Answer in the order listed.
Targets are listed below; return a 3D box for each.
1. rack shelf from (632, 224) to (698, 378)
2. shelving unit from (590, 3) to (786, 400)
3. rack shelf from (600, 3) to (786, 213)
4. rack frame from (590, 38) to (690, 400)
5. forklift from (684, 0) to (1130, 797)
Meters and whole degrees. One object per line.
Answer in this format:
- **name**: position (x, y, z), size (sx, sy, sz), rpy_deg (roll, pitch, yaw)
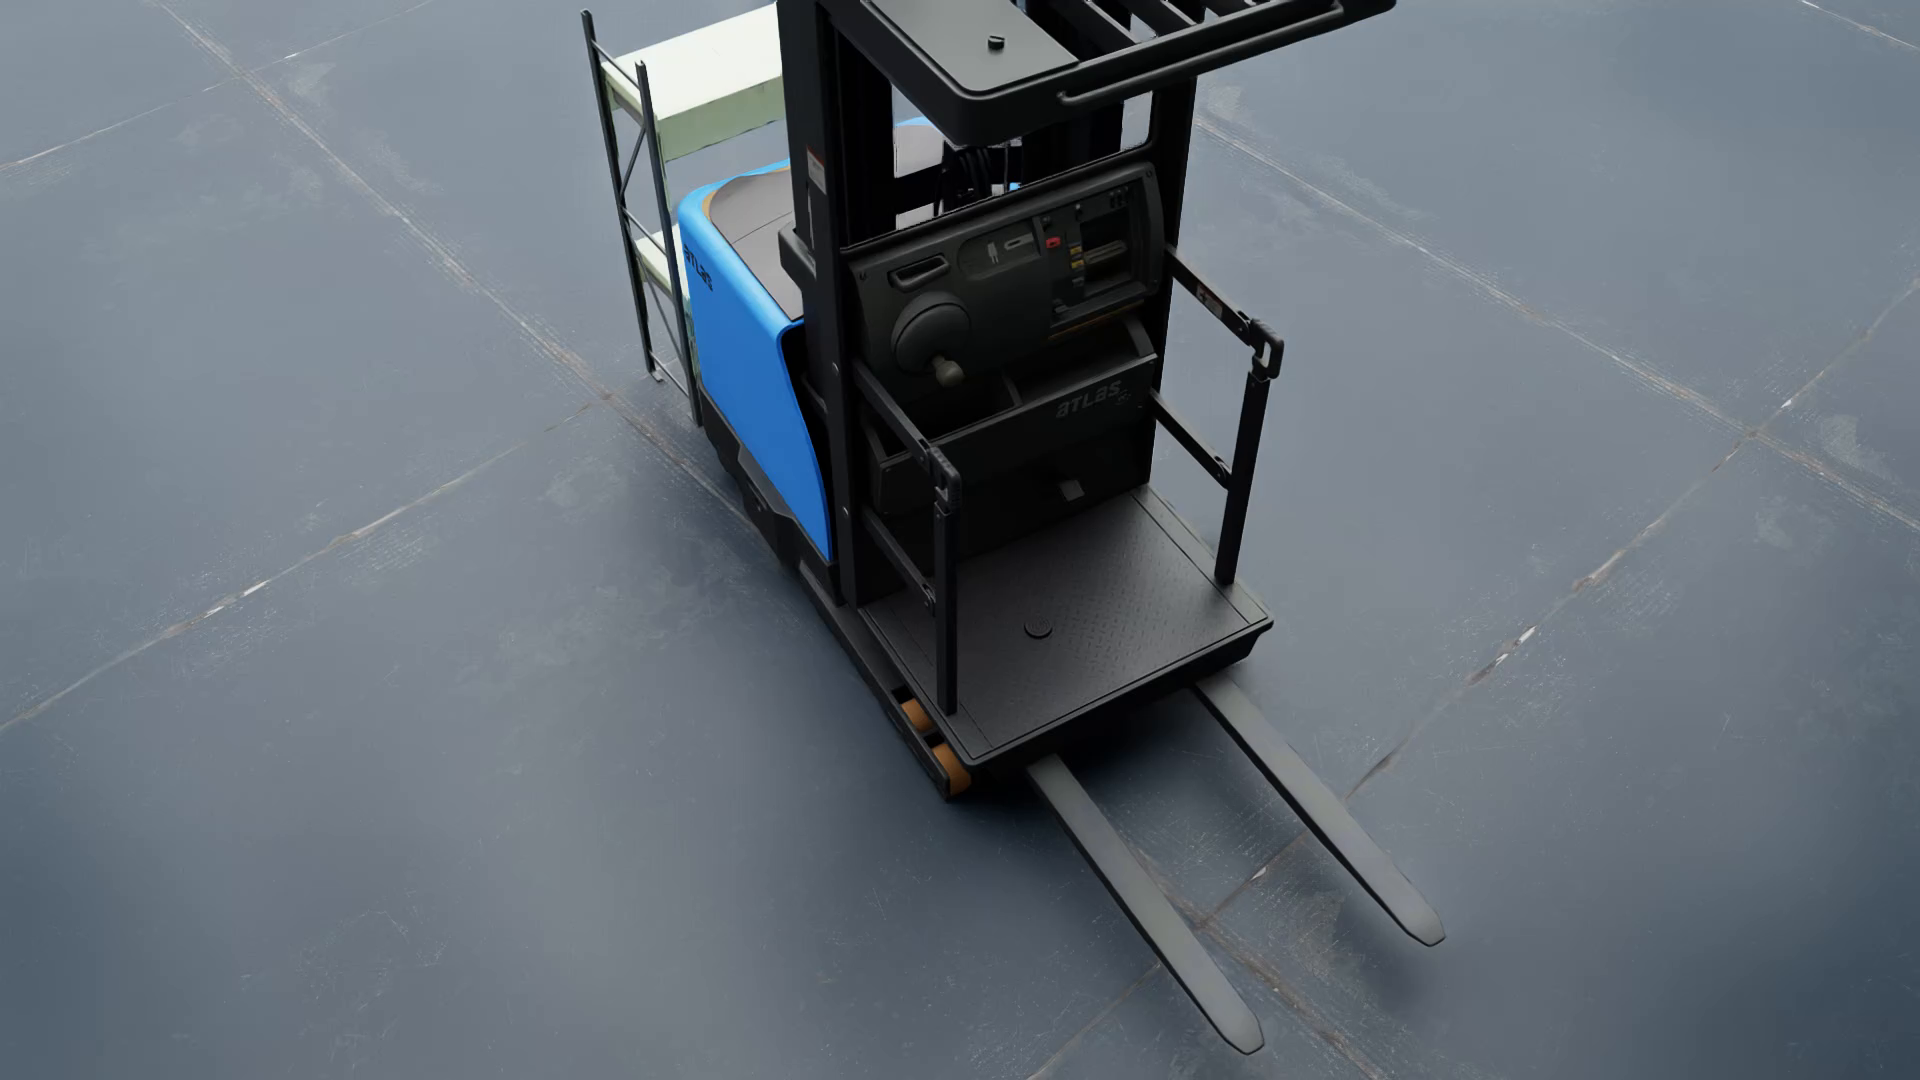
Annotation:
- **rack shelf**: position (-0.774, -0.980, 6.076), size (0.720, 0.370, 0.431), rpy_deg (-27, 53, -23)
- **shelving unit**: position (-0.772, -1.203, 5.838), size (0.748, 1.500, 0.431), rpy_deg (-27, 53, -23)
- **rack shelf**: position (-0.775, -1.468, 5.551), size (0.720, 0.370, 0.431), rpy_deg (-27, 53, -23)
- **rack frame**: position (-1.074, -1.048, 5.695), size (0.010, 1.308, 0.380), rpy_deg (-27, 53, -23)
- **forklift**: position (-10.267, -3.678, 7.192), size (15.053, 2.867, 18.708), rpy_deg (-23, 51, -20)
